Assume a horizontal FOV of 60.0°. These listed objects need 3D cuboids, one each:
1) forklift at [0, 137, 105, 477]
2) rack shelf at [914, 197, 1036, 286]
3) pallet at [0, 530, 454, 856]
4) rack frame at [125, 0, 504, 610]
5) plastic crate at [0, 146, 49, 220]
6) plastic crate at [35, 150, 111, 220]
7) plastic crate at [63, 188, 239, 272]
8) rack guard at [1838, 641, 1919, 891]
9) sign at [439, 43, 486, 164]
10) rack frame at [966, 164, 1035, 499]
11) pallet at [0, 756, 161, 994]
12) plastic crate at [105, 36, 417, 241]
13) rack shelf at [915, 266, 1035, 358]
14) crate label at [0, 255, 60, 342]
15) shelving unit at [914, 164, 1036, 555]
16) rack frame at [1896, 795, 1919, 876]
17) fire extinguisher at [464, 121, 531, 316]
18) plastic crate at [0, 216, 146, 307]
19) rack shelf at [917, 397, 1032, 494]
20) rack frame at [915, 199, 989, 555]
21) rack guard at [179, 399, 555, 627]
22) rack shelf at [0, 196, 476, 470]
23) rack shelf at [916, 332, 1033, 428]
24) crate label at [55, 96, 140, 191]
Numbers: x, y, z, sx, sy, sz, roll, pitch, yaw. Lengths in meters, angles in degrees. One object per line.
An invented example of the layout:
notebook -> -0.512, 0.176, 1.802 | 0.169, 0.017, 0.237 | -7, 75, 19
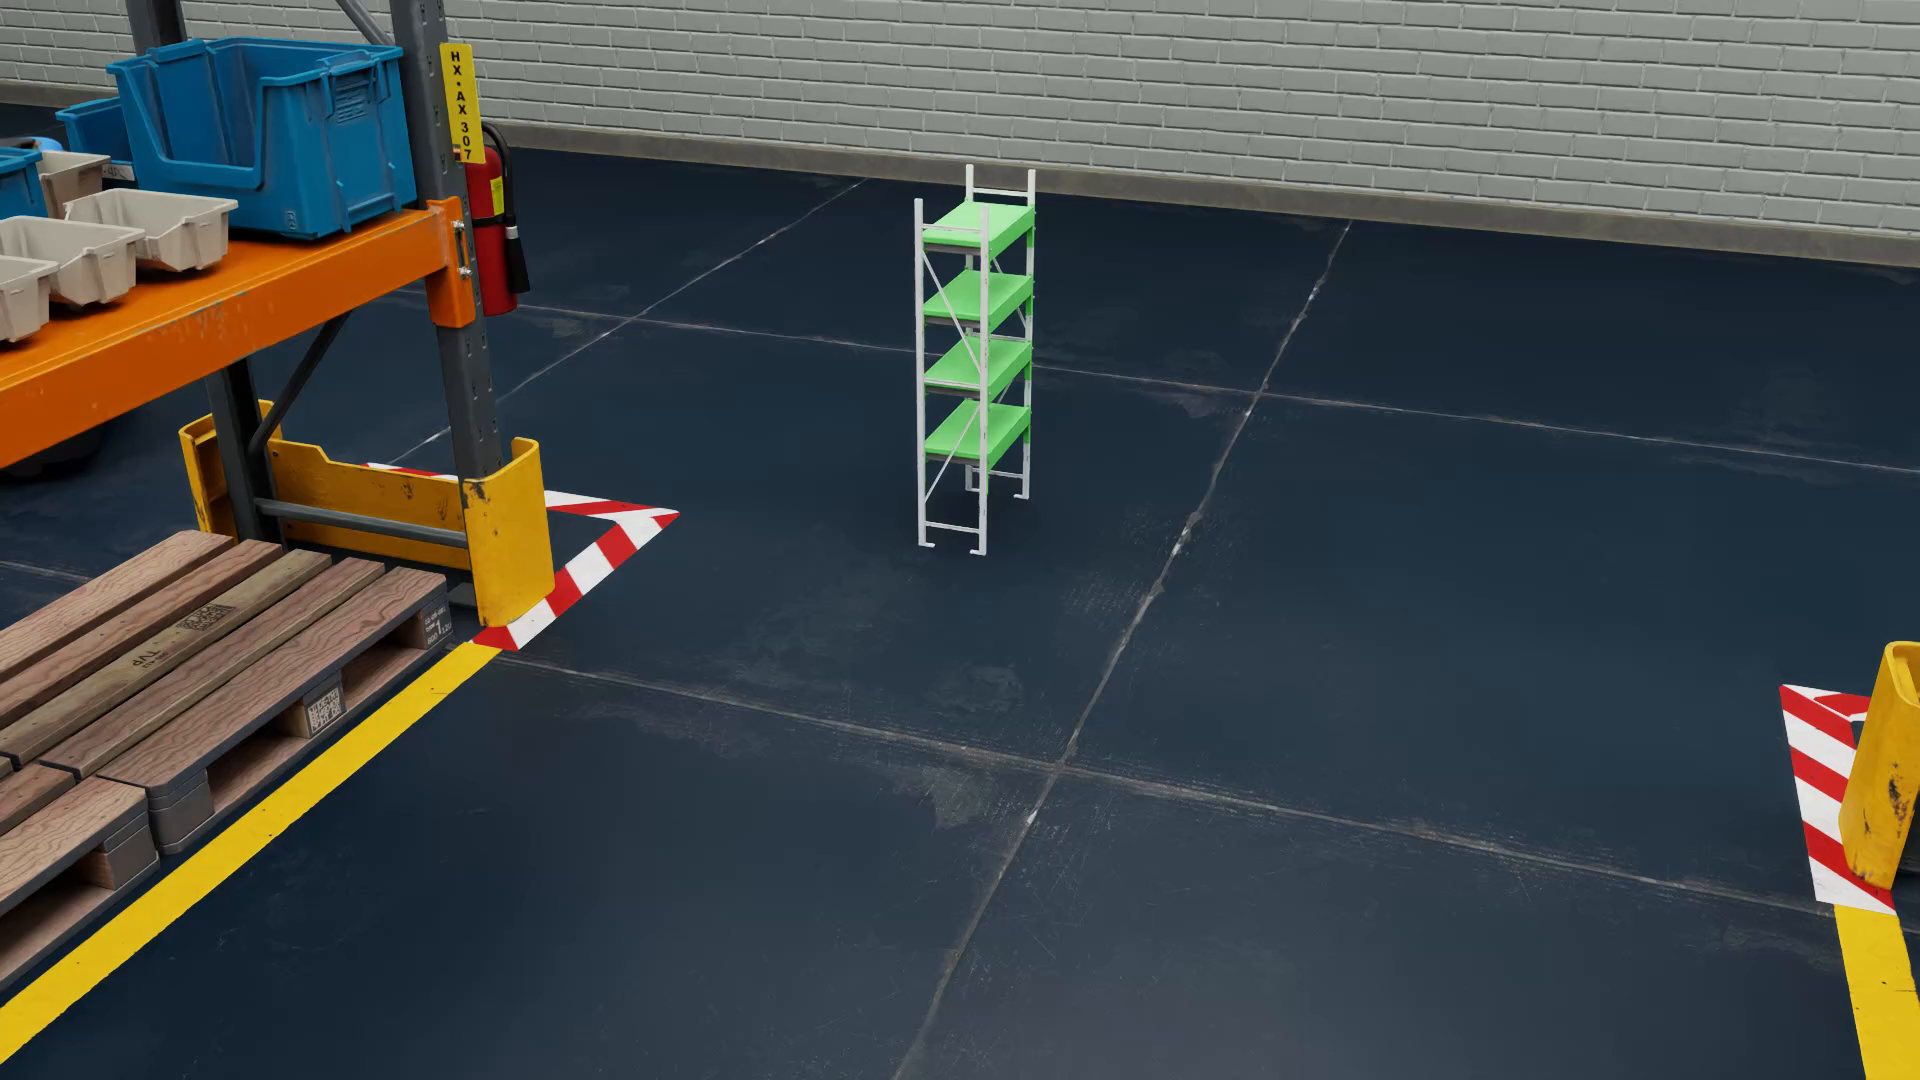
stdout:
forklift -> -4.839, -1.558, 5.604 | 3.031, 2.935, 1.130 | -9, 27, -17
rack shelf -> 0.055, -0.983, 5.448 | 0.258, 0.148, 0.480 | 9, 27, 17
pallet -> -2.219, 0.376, 4.732 | 1.003, 0.211, 1.213 | 9, 27, 17
rack frame -> -1.908, -1.213, 4.813 | 1.000, 3.000, 0.127 | 9, 27, 17
plastic crate -> -2.519, -0.840, 4.166 | 0.416, 0.233, 0.300 | 9, 27, 17
plastic crate -> -2.485, -0.948, 4.499 | 0.250, 0.136, 0.298 | 9, 27, 17
plastic crate -> -2.008, -0.760, 4.111 | 0.396, 0.136, 0.243 | 9, 27, 17
rack guard -> 2.771, 0.621, 3.894 | 1.175, 0.500, 0.348 | 9, 27, 17
sign -> -1.384, -1.213, 4.626 | 0.100, 0.325, 0.005 | 9, 27, 17
rack frame -> 0.136, -0.708, 5.836 | 0.240, 1.200, 0.015 | 9, 27, 17
pallet -> -2.626, 0.875, 3.700 | 1.003, 0.211, 1.213 | 9, 27, 17
plastic crate -> -1.843, -1.091, 4.452 | 0.616, 0.435, 0.499 | 9, 27, 17
rack shelf -> 0.055, -0.767, 5.552 | 0.258, 0.148, 0.480 | 9, 27, 17
crate label -> -2.188, -0.525, 3.625 | 0.396, 0.136, 0.243 | 9, 27, 17
shelving unit -> 0.055, -0.608, 5.629 | 0.258, 1.200, 0.503 | 9, 27, 17
rack frame -> 2.763, -0.495, 3.329 | 1.000, 3.000, 0.127 | 9, 27, 17
fire extinguisher -> -1.429, -1.006, 4.903 | 0.296, 0.674, 0.183 | 9, 27, 17
plastic crate -> -2.118, -0.643, 3.869 | 0.396, 0.136, 0.243 | 9, 27, 17
rack shelf -> 0.055, -0.335, 5.761 | 0.258, 0.148, 0.480 | 9, 27, 17
rack frame -> -0.026, -0.508, 5.422 | 0.240, 1.200, 0.015 | 9, 27, 17
rack guard -> -1.912, -0.099, 5.382 | 1.175, 0.500, 0.348 | 9, 27, 17
rack shelf -> -2.573, -0.067, 3.272 | 1.077, 0.370, 4.000 | 9, 27, 17
rack shelf -> 0.055, -0.551, 5.657 | 0.258, 0.148, 0.480 | 9, 27, 17
crate label -> -2.300, -1.111, 4.725 | 0.416, 0.233, 0.303 | 9, 27, 17
